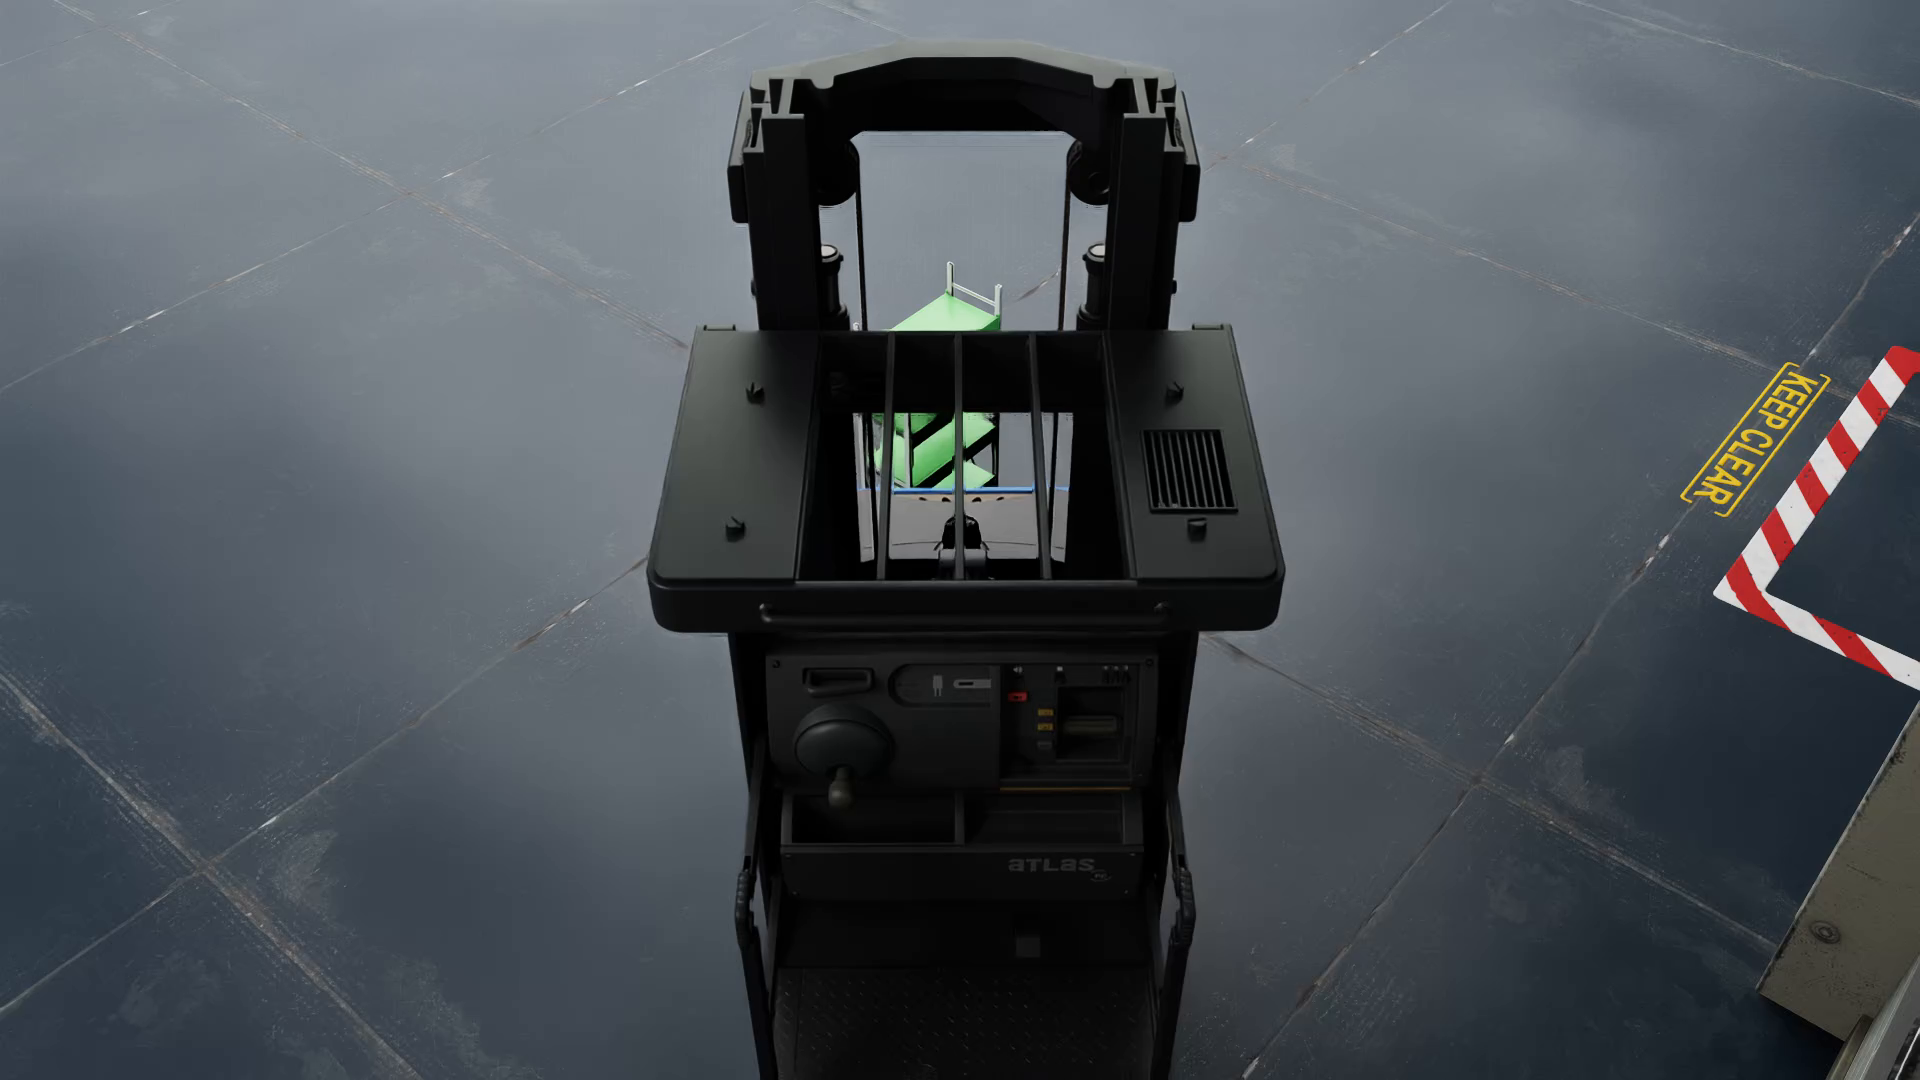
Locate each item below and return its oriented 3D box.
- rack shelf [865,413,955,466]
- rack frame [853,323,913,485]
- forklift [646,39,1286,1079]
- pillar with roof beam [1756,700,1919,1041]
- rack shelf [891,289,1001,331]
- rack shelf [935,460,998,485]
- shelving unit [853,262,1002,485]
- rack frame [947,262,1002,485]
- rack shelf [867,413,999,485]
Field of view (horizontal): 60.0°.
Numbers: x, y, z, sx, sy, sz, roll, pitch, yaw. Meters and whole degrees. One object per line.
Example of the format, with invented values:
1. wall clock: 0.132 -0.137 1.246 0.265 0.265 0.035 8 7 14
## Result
1. rack shelf: -0.107 -0.489 5.965 0.258 0.148 0.480 29 50 28
2. rack frame: -0.264 -0.233 5.945 0.240 1.200 0.015 29 50 28
3. forklift: 0.009 0.528 3.821 1.130 2.935 3.031 0 42 0
4. pillar with roof beam: -0.626 -3.857 4.133 9.100 9.000 0.400 29 50 28
5. rack shelf: -0.107 -0.667 5.803 0.258 0.148 0.480 29 50 28
6. rack shelf: -0.107 -0.134 6.288 0.258 0.148 0.480 29 50 28
7. shelving unit: -0.107 -0.359 6.083 0.258 1.200 0.503 29 50 28
8. rack frame: 0.050 -0.484 6.221 0.240 1.200 0.015 29 50 28
9. rack shelf: -0.107 -0.311 6.126 0.258 0.148 0.480 29 50 28
